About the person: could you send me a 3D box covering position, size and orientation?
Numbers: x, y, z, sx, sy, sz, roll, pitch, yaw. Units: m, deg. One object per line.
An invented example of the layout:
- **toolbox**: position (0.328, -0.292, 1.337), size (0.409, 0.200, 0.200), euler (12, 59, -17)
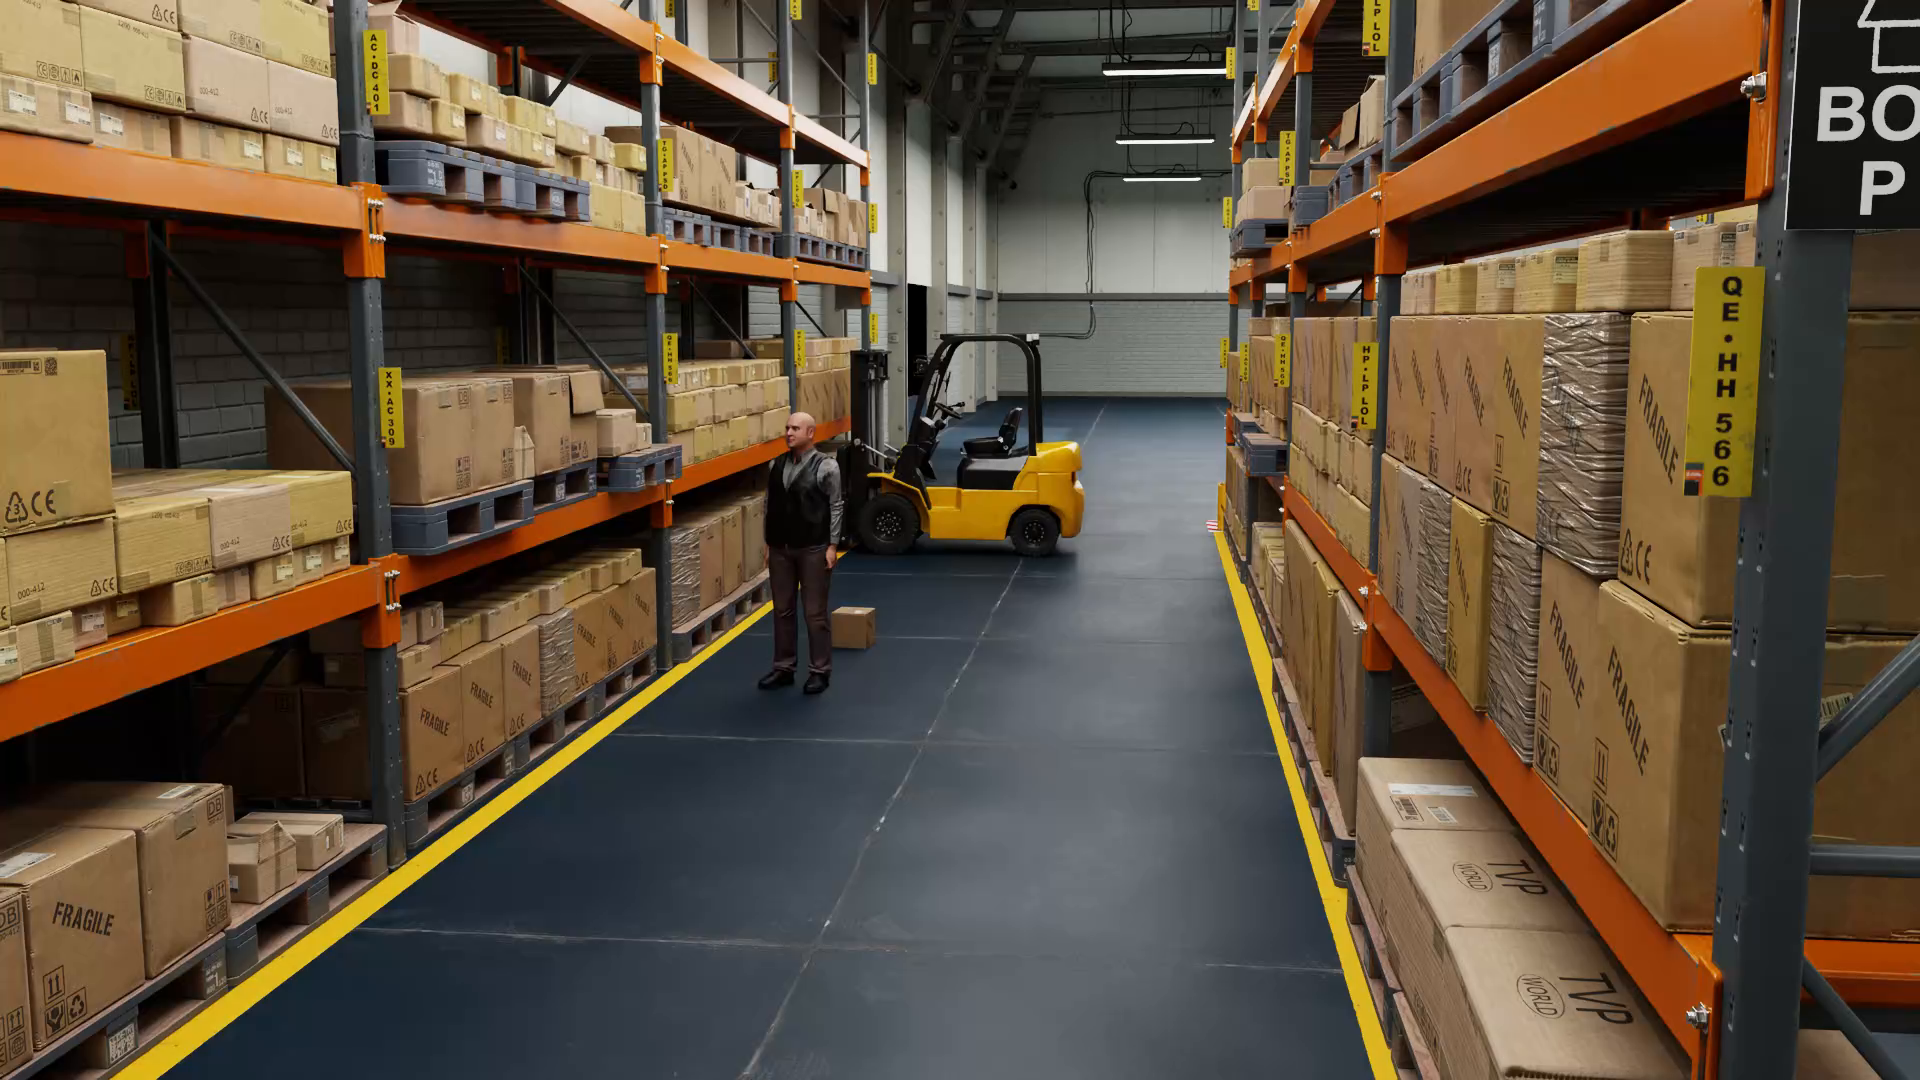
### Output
- **person**: position (-0.997, 0.070, 10.343), size (0.530, 1.725, 0.355), euler (3, 8, 23)
